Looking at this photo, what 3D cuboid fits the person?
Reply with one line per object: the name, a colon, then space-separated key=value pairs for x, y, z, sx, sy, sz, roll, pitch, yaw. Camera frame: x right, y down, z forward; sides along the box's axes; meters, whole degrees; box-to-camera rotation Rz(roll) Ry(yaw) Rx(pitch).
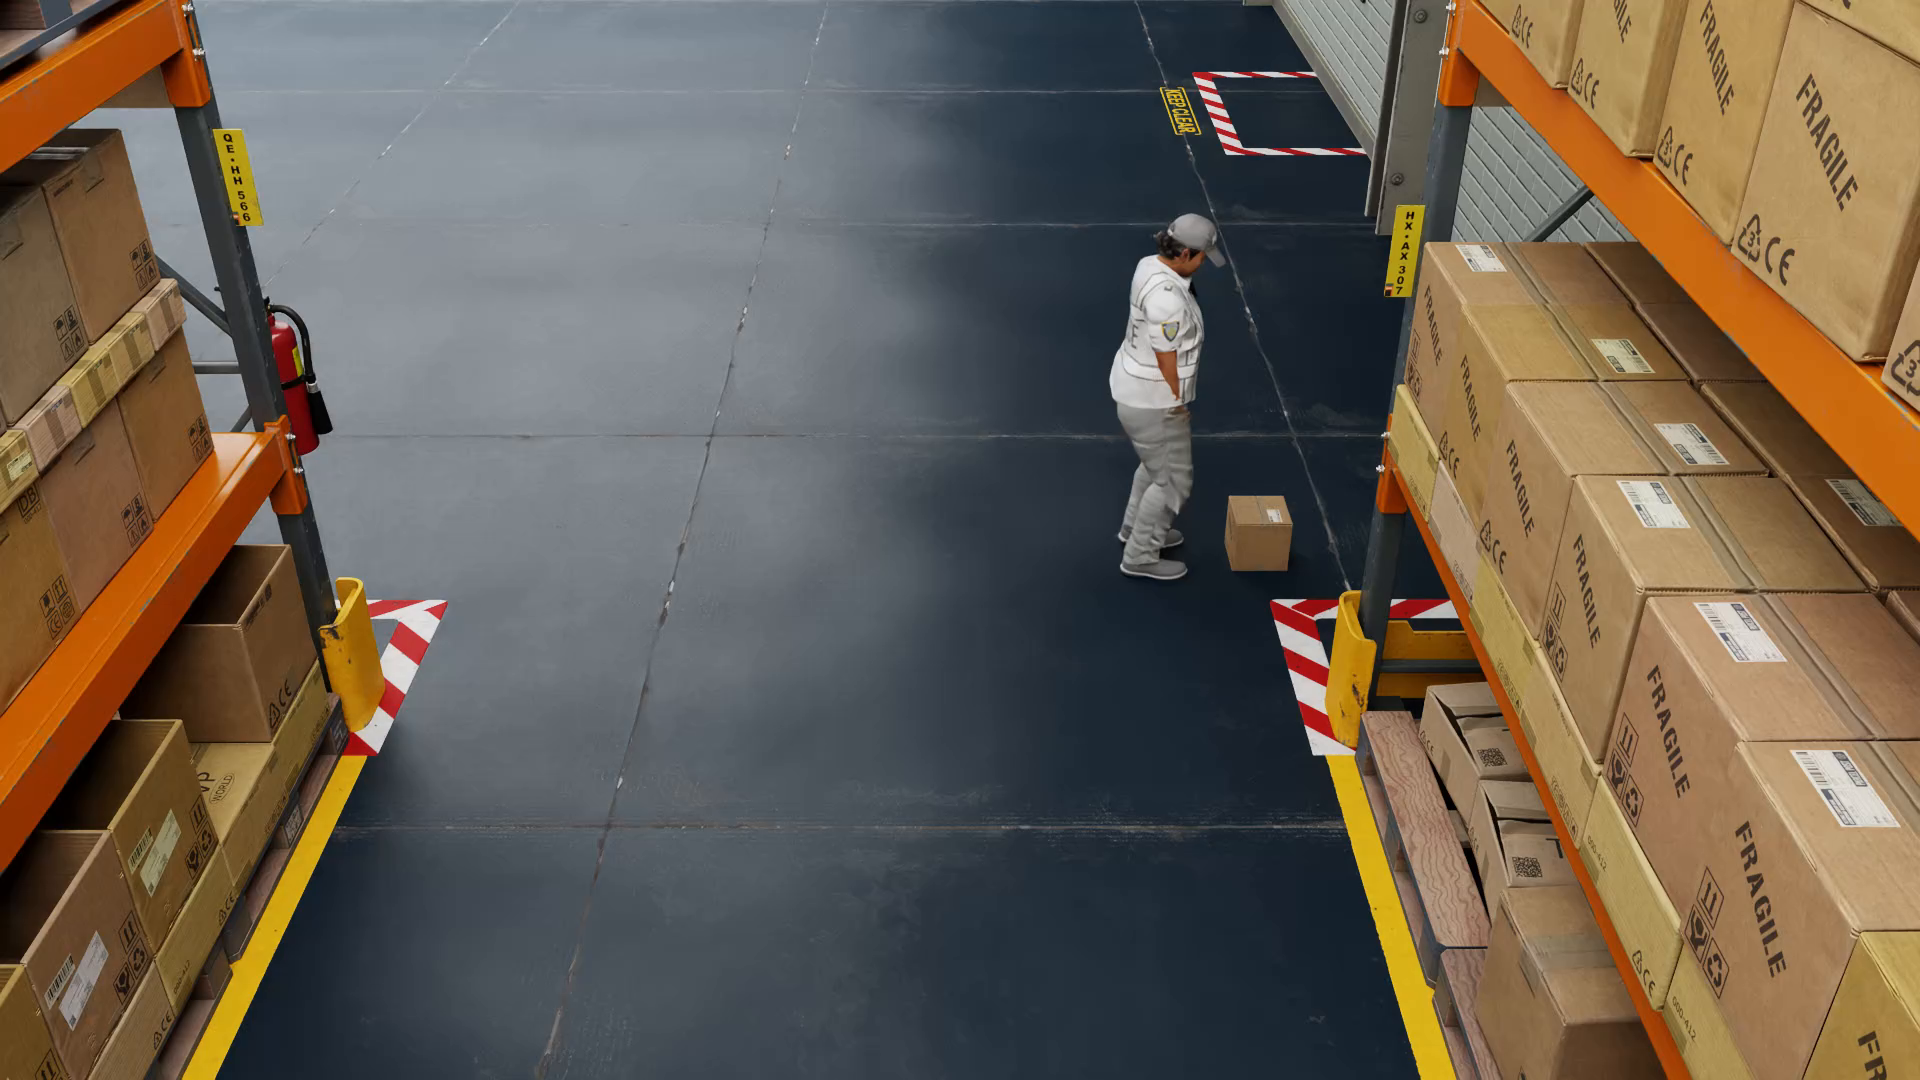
person: x=0.872 y=-0.625 z=7.185 sx=0.450 sy=1.633 sz=0.489 roll=1 pitch=32 yaw=1
